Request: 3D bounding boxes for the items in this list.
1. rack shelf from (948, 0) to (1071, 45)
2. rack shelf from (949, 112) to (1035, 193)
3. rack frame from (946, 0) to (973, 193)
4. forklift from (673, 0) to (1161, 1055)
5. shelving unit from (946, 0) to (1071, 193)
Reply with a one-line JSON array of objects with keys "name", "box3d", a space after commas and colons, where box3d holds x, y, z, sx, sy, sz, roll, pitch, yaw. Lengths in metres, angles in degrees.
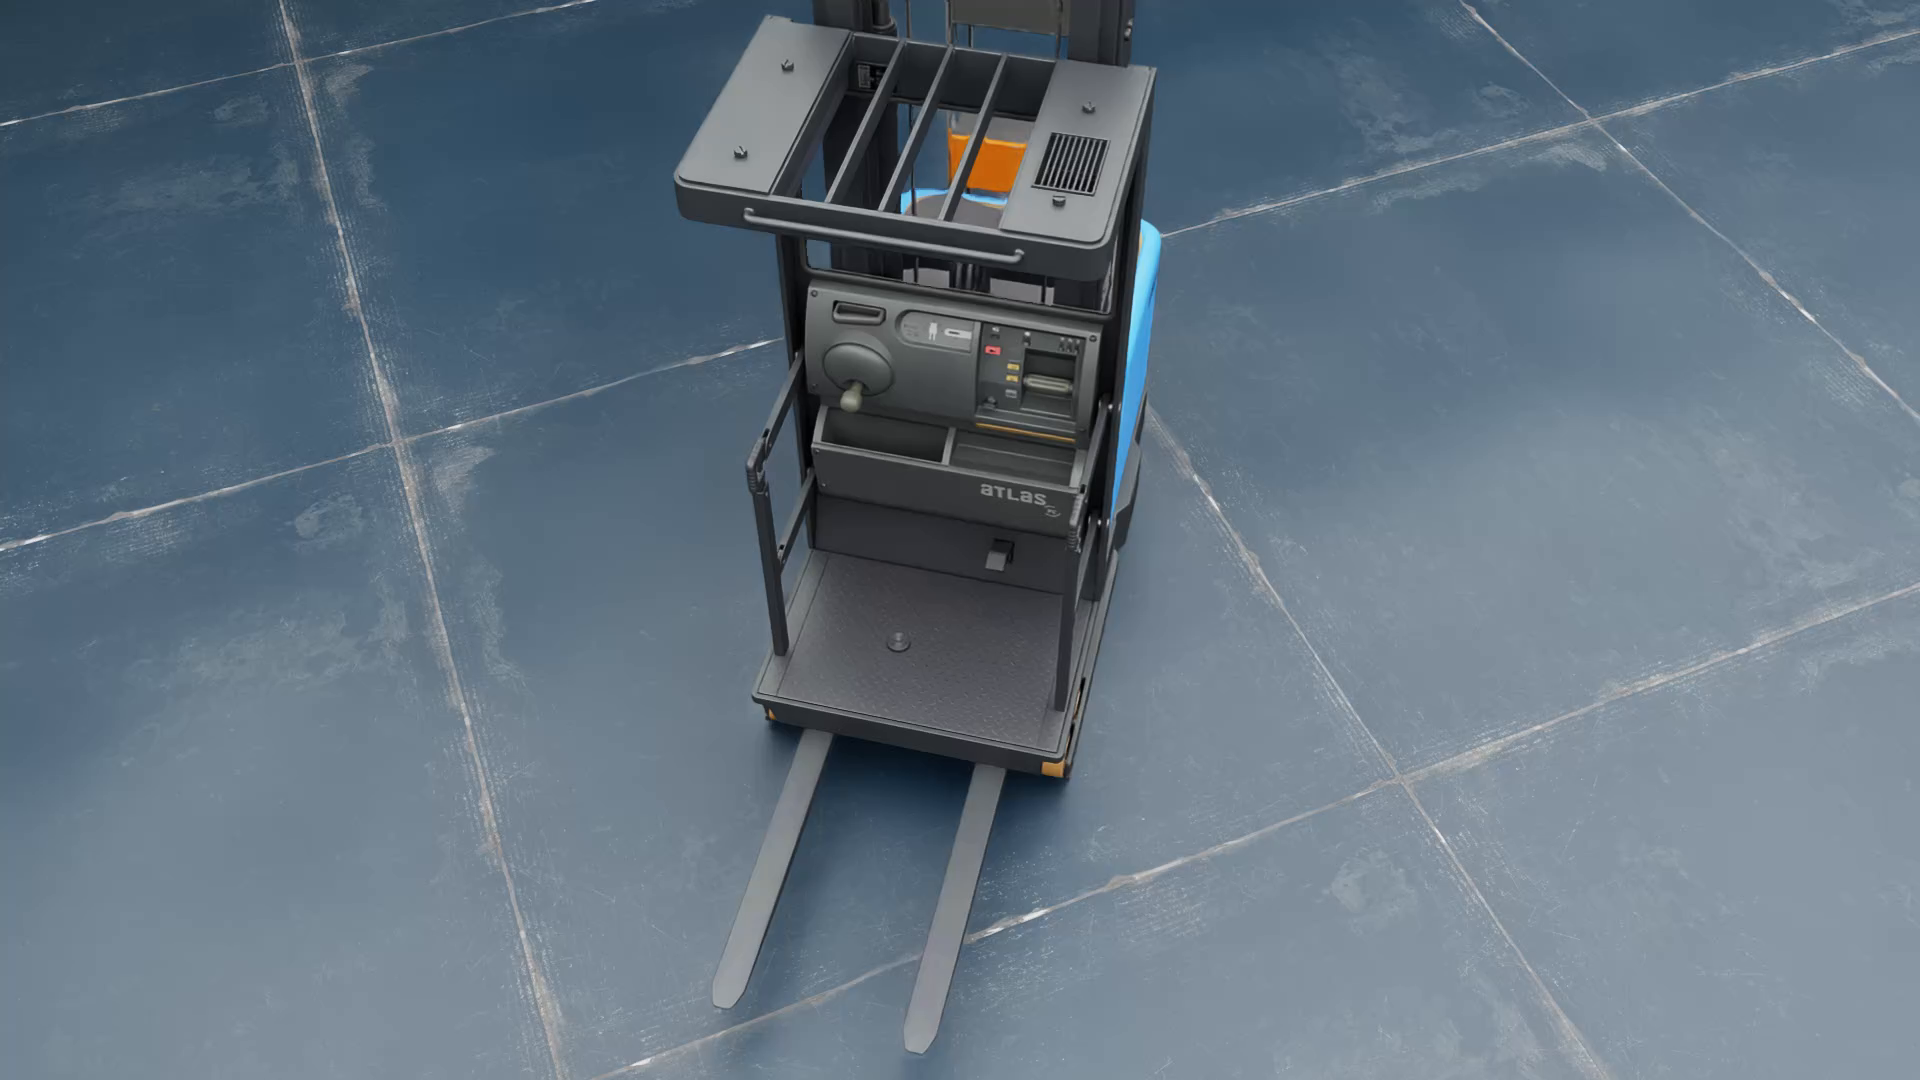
[{"name": "rack shelf", "box3d": [0.239, -1.933, 5.962, 0.480, 0.518, 0.431, 10, 50, 8]}, {"name": "rack shelf", "box3d": [0.239, -1.477, 6.493, 0.480, 0.518, 0.431, 10, 50, 8]}, {"name": "rack frame", "box3d": [0.000, -1.526, 6.518, 0.015, 2.100, 0.400, 10, 50, 8]}, {"name": "forklift", "box3d": [-0.078, -0.446, 5.041, 1.130, 2.935, 3.031, 10, 50, 9]}, {"name": "shelving unit", "box3d": [0.239, -1.486, 6.483, 0.503, 2.100, 0.431, 10, 50, 8]}]
